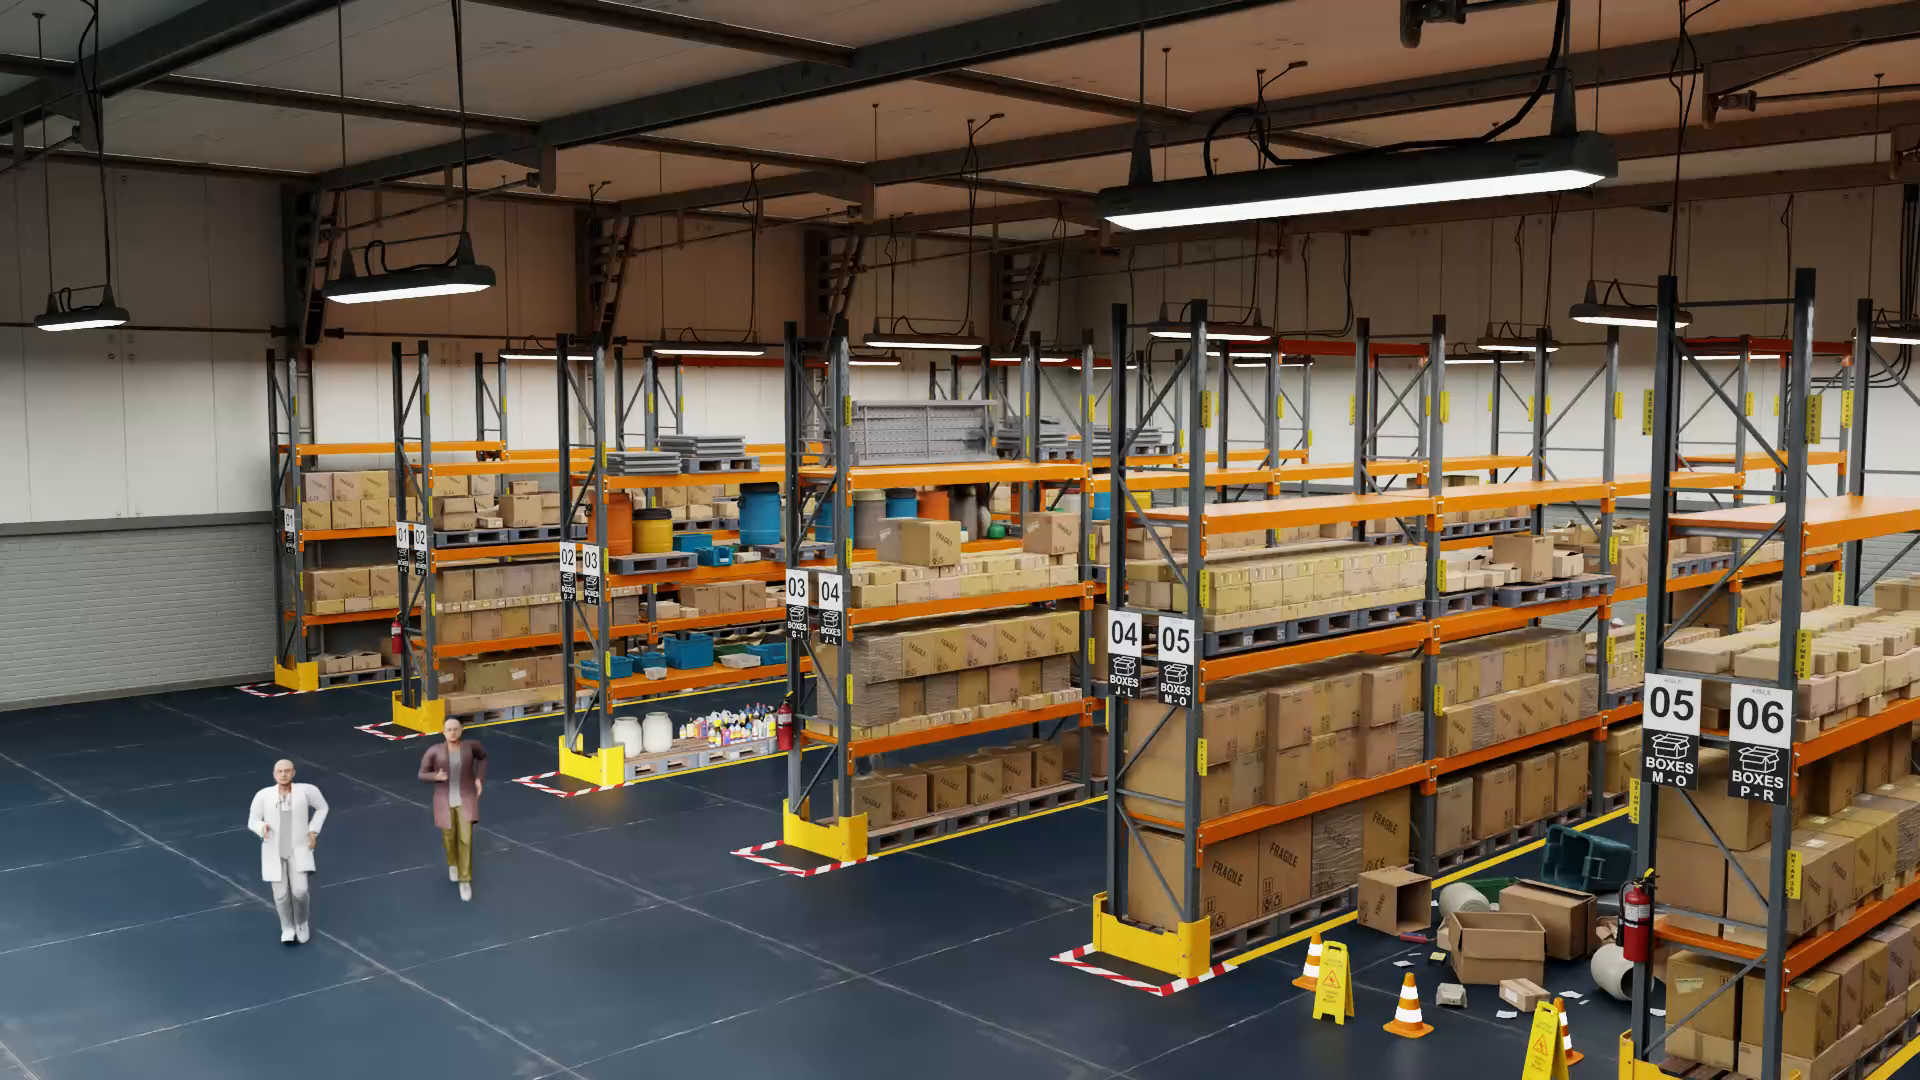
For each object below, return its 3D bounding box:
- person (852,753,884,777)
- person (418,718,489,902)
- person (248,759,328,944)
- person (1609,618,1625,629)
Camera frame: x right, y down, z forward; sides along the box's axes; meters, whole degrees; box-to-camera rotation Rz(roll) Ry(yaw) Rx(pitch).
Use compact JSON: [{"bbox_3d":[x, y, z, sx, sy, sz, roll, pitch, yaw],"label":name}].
[{"bbox_3d":[-1.265,2.472,21.727,0.576,1.707,0.720,3,6,31],"label":"person"},{"bbox_3d":[-5.276,2.763,17.357,0.698,1.827,0.924,-1,5,-15],"label":"person"},{"bbox_3d":[-6.293,2.943,15.578,0.694,1.762,0.673,-2,5,-17],"label":"person"},{"bbox_3d":[10.059,2.071,25.571,0.598,1.748,0.632,-4,6,-40],"label":"person"}]
